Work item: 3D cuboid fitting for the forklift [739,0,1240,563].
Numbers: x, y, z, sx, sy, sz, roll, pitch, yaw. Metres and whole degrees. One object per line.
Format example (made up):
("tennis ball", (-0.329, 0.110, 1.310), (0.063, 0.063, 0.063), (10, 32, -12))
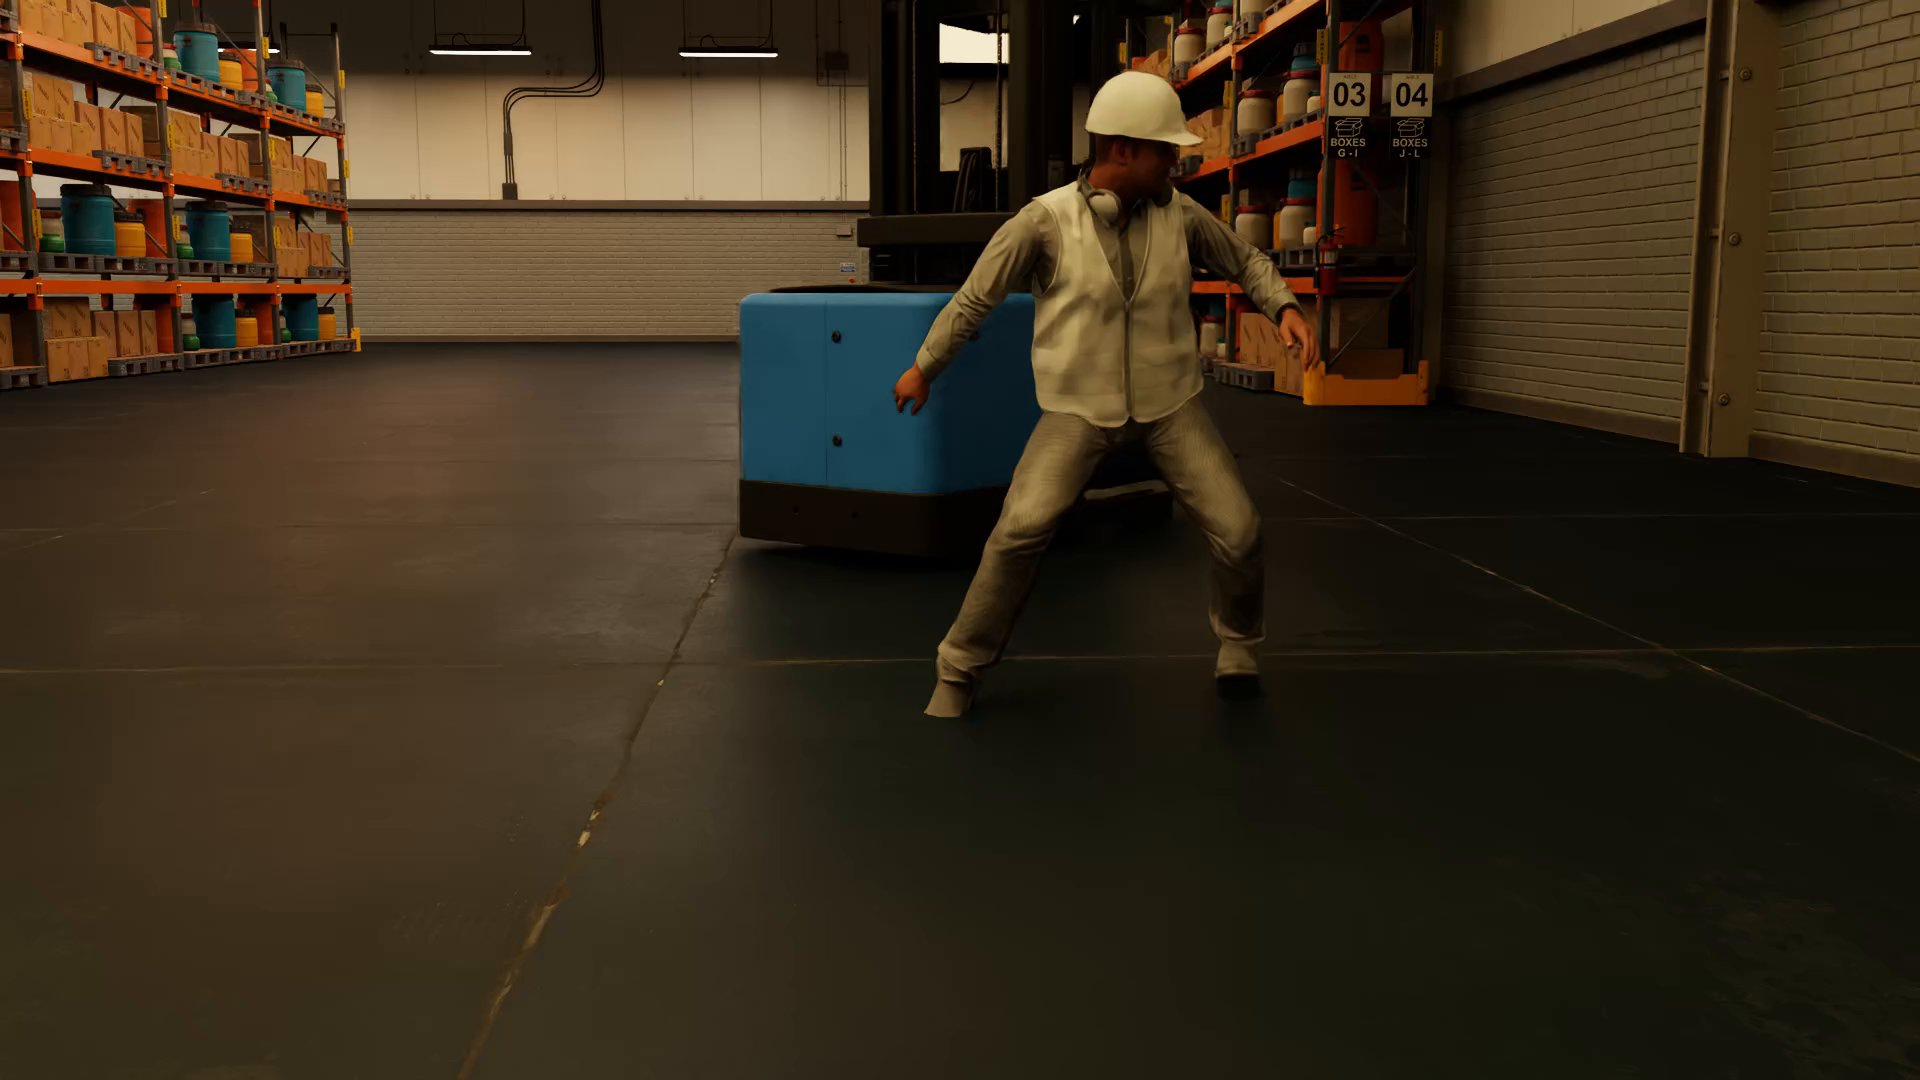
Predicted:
("forklift", (0.343, -1.532, 7.650), (1.130, 2.935, 3.031), (6, 10, 35))

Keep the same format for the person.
("person", (0.357, -0.314, 4.323), (1.038, 1.723, 0.575), (-1, 8, -5))
